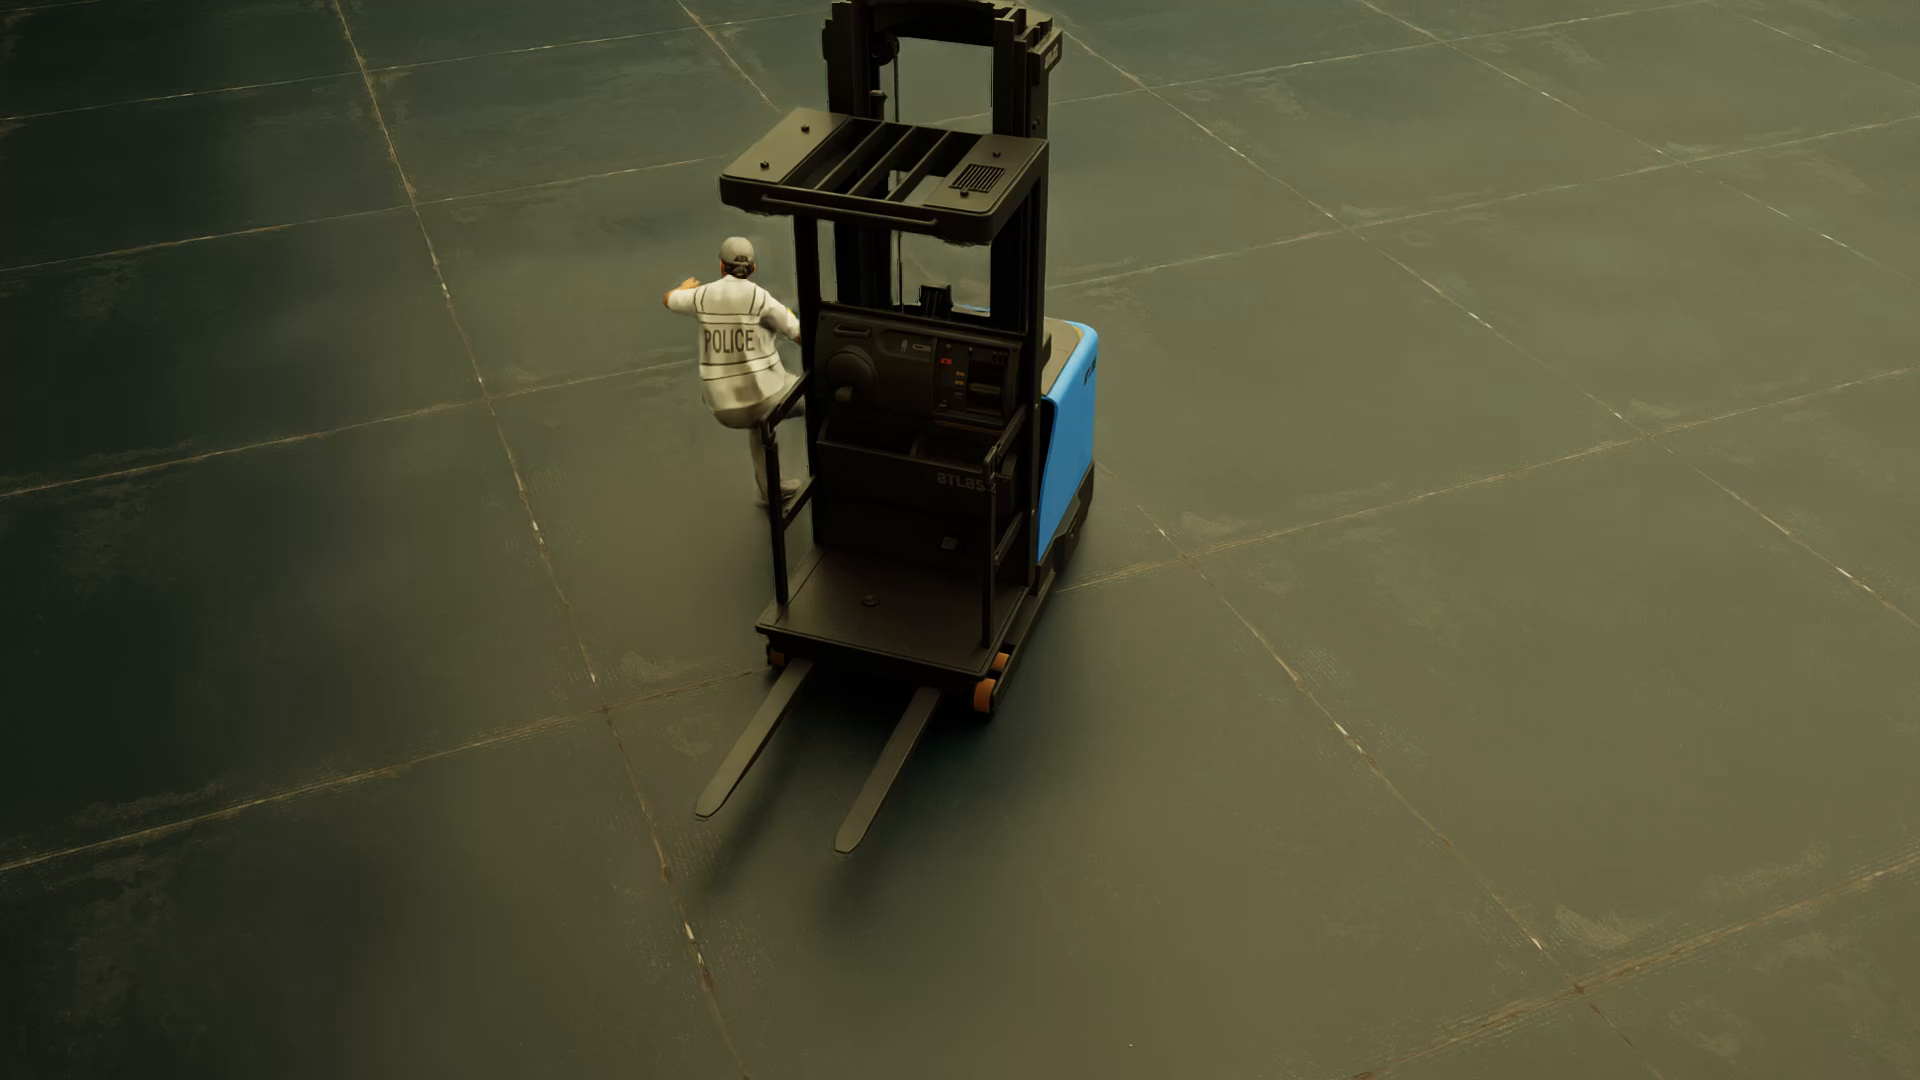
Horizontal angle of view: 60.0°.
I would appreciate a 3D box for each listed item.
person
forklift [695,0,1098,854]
[{"bbox_3d":[-0.927,-0.906,8.703,1.224,1.431,0.891,3,36,4],"label":"person"},{"bbox_3d":[-0.259,-0.676,7.049,1.130,2.935,3.031,11,37,15],"label":"forklift"}]
